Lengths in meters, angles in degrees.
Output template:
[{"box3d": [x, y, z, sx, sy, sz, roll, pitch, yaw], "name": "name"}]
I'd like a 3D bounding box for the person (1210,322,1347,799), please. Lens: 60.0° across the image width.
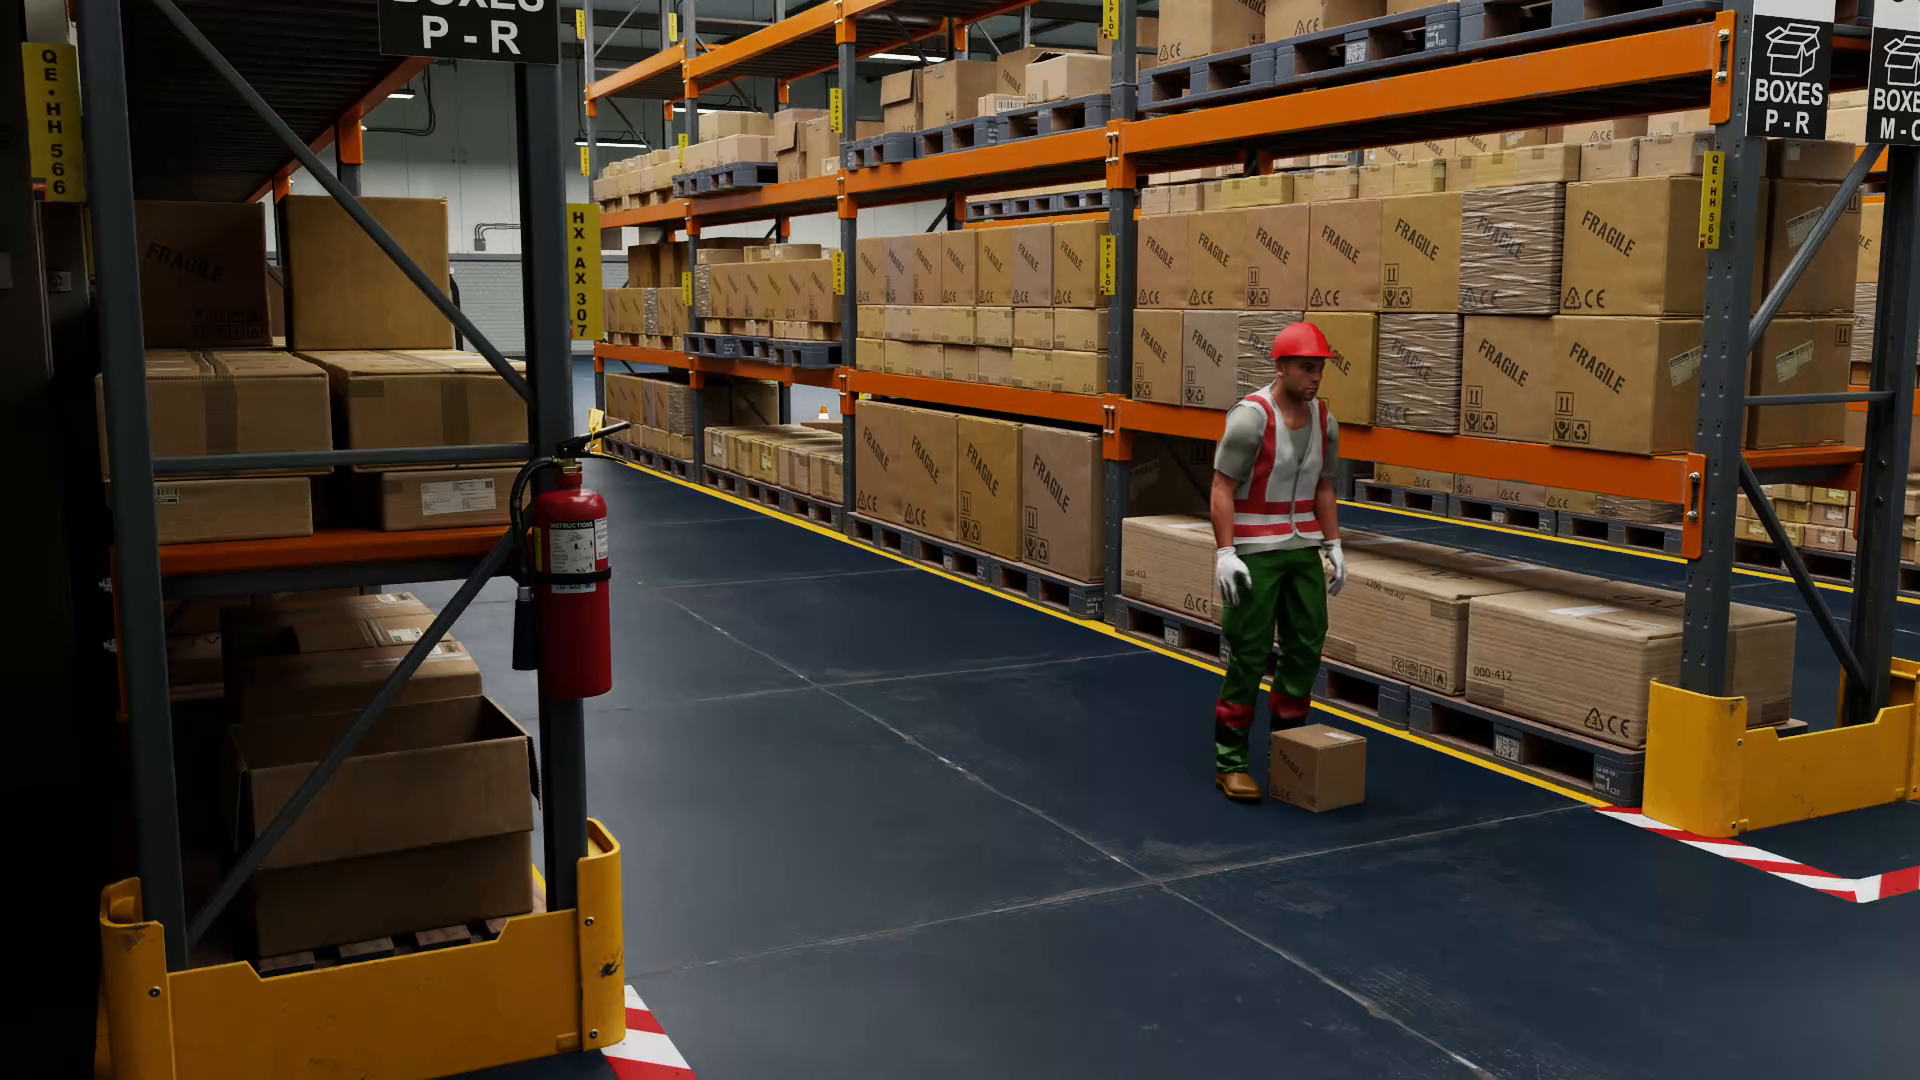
[{"box3d": [1.215, 0.071, 6.308, 0.607, 1.779, 0.451, -4, 10, -28], "name": "person"}]
